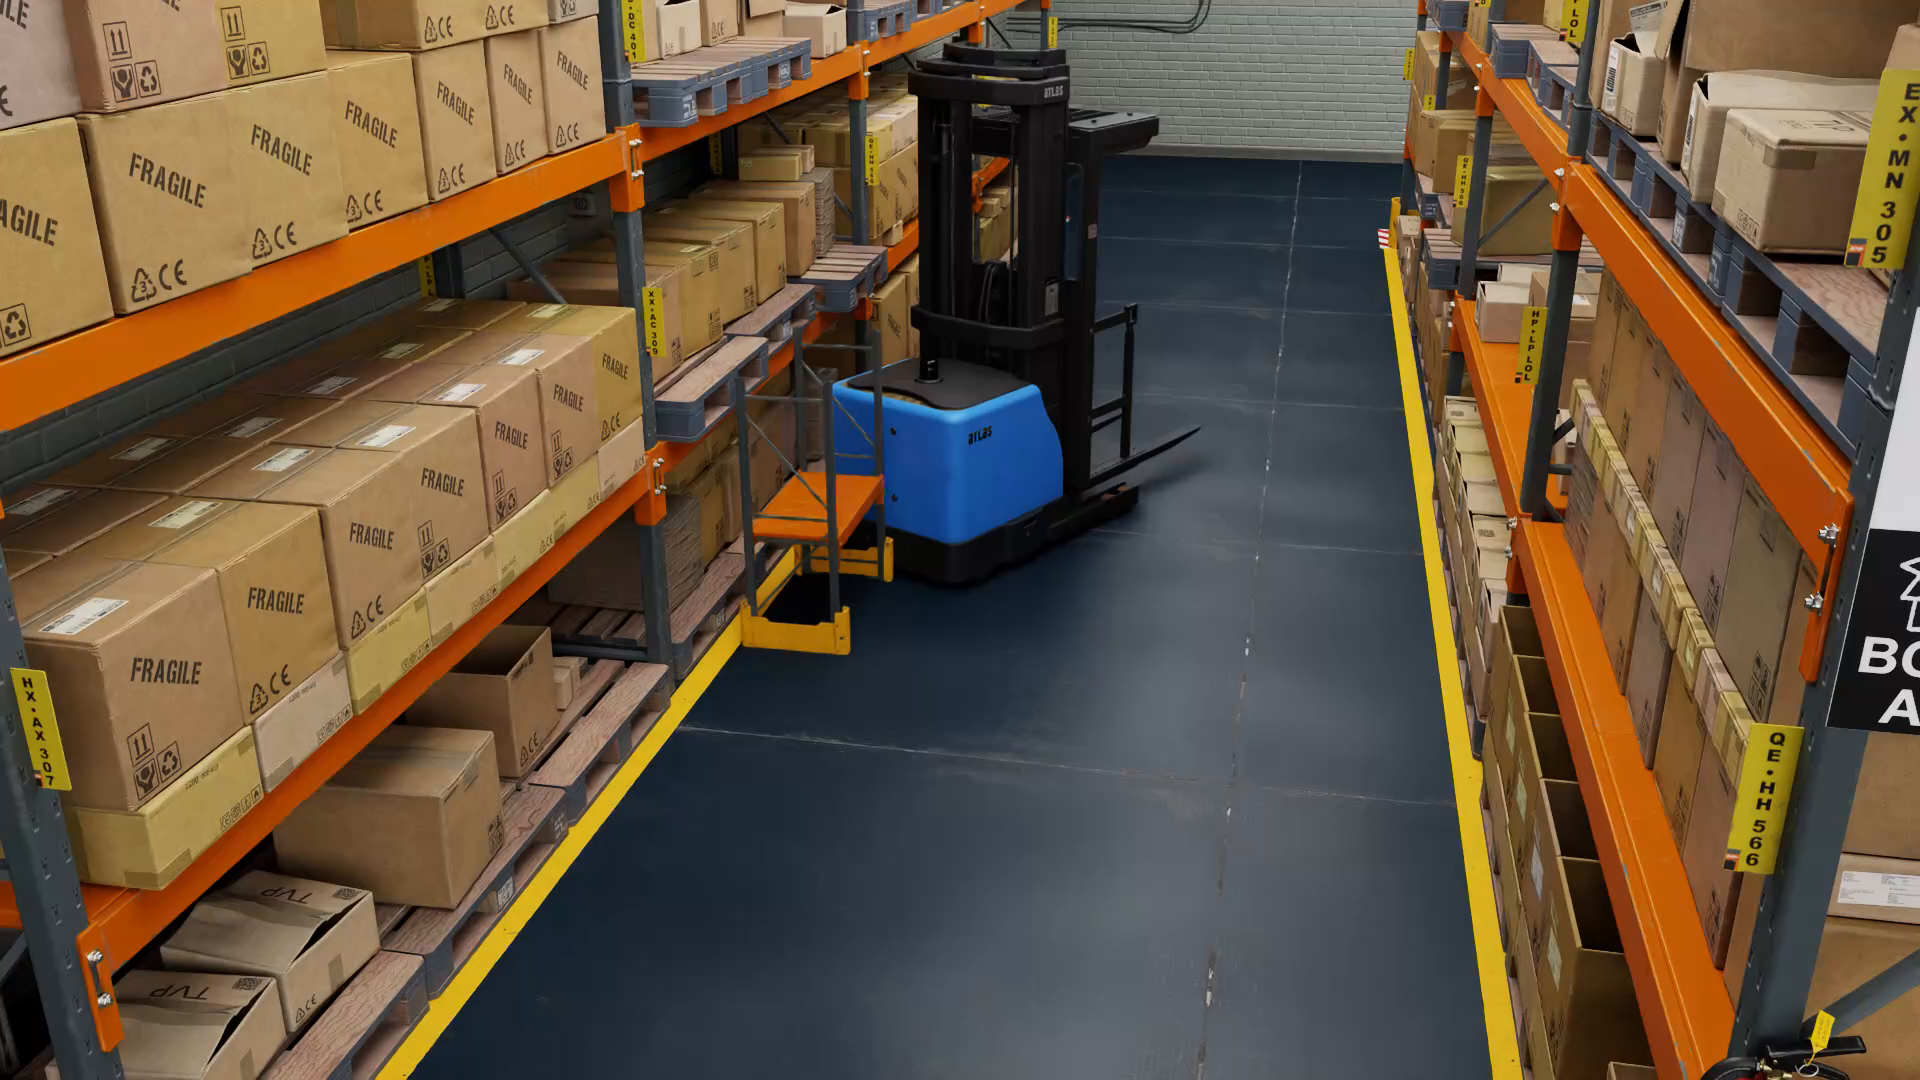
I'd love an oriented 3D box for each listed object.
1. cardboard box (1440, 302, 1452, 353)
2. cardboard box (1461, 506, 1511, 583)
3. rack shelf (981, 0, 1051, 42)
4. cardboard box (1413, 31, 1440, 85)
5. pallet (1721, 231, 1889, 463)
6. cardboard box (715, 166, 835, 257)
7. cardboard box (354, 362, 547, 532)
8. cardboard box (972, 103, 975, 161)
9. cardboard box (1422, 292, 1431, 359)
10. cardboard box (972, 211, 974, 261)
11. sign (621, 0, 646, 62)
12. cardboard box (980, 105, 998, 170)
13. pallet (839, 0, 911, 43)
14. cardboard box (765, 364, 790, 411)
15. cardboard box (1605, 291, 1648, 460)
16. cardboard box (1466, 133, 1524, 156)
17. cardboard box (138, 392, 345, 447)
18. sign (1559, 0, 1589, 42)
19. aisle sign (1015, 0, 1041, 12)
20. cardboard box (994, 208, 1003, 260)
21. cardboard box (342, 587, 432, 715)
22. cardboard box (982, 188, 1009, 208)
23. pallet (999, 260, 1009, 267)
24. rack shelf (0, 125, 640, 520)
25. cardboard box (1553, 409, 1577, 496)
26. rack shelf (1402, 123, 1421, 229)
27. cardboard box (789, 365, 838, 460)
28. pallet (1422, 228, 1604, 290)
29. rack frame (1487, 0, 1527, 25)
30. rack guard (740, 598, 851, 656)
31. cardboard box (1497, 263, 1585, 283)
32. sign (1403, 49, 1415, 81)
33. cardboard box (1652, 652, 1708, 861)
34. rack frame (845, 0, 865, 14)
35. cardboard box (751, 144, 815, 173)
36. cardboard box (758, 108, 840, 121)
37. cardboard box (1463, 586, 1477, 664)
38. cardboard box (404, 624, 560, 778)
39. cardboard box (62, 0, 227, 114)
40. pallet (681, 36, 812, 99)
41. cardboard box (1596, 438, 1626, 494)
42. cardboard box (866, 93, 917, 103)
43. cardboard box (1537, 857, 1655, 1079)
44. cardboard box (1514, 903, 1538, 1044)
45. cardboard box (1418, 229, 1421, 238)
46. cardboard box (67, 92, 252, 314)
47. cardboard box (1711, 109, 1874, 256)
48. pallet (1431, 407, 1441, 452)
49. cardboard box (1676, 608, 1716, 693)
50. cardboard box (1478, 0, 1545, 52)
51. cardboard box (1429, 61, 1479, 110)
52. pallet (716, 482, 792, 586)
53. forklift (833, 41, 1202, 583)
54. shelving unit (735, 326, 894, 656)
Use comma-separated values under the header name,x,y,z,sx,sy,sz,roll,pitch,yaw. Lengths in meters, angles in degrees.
name,x,y,z,sx,sy,sz,roll,pitch,yaw
cardboard box,3.687,-1.502,11.820,0.500,0.250,0.500,5,23,13
cardboard box,2.909,0.012,8.676,0.500,0.311,0.500,4,22,11
rack shelf,0.093,-5.357,16.587,1.077,0.370,4.000,4,22,11
cardboard box,5.003,-5.022,17.336,0.500,0.500,0.500,5,23,13
pallet,2.256,-0.410,3.459,1.003,0.211,1.213,4,22,11
cardboard box,-1.217,-2.182,11.035,0.700,0.500,0.500,2,22,5
cardboard box,-1.951,-0.366,6.419,0.500,0.500,0.500,4,22,9
cardboard box,-0.163,-3.573,14.652,0.500,0.500,0.500,4,22,10
cardboard box,3.991,-1.699,13.315,0.500,0.500,0.500,5,22,12
cardboard box,-0.320,-2.518,14.905,0.750,0.750,0.750,5,22,12
sign,-1.415,-2.234,7.179,0.100,0.325,0.005,4,22,11
cardboard box,-0.188,-3.904,15.630,0.980,0.700,0.700,5,22,12
pallet,-1.052,-3.648,11.634,1.213,0.211,1.003,6,23,13
cardboard box,-1.405,-1.026,10.639,0.500,0.250,0.500,5,22,12
cardboard box,2.716,-0.566,5.873,0.700,0.500,0.500,4,22,11
cardboard box,4.235,-2.782,12.549,0.700,0.500,0.500,-1,22,-3
cardboard box,-2.559,-0.212,6.035,0.500,0.500,0.500,5,22,12
sign,2.369,-2.080,6.376,0.100,0.325,0.005,4,22,11
aisle sign,0.809,-6.240,18.352,0.394,0.787,0.004,4,22,11
cardboard box,0.044,-3.052,16.700,0.700,0.500,0.500,4,22,10
cardboard box,-2.152,0.350,5.642,0.500,0.250,0.500,4,22,10
cardboard box,0.293,-3.472,16.874,0.380,0.149,0.250,4,22,9
pallet,-0.083,-2.546,16.393,1.003,0.211,1.213,4,22,11
rack shelf,-2.356,-0.968,5.690,1.077,0.370,4.000,4,22,11
cardboard box,2.960,-0.379,7.481,0.500,0.250,0.500,6,23,14
rack shelf,4.943,-3.589,16.213,1.077,0.370,4.000,4,22,11
cardboard box,-1.227,-0.882,11.285,0.700,0.500,0.500,5,22,12
pallet,3.788,-1.893,11.295,1.213,0.211,1.003,4,22,11
rack frame,3.719,-4.511,9.509,1.000,3.000,0.127,4,22,11
rack guard,-0.877,0.463,8.867,0.587,0.250,0.087,4,22,10
cardboard box,3.602,-1.557,10.325,0.500,0.311,0.500,6,23,14
sign,4.820,-5.097,17.835,0.100,0.325,0.005,4,22,11
cardboard box,2.404,0.608,4.696,0.700,0.500,0.500,5,22,11
rack frame,-1.131,-4.887,10.443,1.000,3.000,0.127,4,22,11
cardboard box,-1.172,-2.528,11.023,0.380,0.149,0.250,2,22,4
cardboard box,-1.183,-3.021,12.277,0.500,0.250,0.500,4,22,9
cardboard box,2.808,0.457,8.323,0.500,0.250,0.500,4,22,10
cardboard box,-2.120,0.696,7.367,0.500,0.500,0.500,3,22,7
cardboard box,-2.296,-1.392,4.280,0.500,0.500,0.500,4,22,10
pallet,-1.509,-2.543,8.889,1.213,0.211,1.003,4,22,11
cardboard box,2.504,-0.247,5.949,0.380,0.149,0.250,4,22,10
cardboard box,-0.481,-3.359,13.117,0.500,0.250,0.500,4,22,10
cardboard box,2.094,1.345,5.115,0.500,0.500,0.500,4,22,11
cardboard box,2.201,1.510,5.708,0.500,0.250,0.500,4,22,11
cardboard box,4.913,-2.925,16.353,0.797,0.503,0.637,4,22,11
cardboard box,-2.306,-0.923,4.454,0.500,0.500,0.500,6,23,14
cardboard box,2.063,-0.825,3.824,0.500,0.250,0.500,4,22,11
pallet,3.908,-0.705,11.822,1.003,0.211,1.213,4,22,11
cardboard box,2.189,0.319,4.545,0.380,0.149,0.250,5,23,13
cardboard box,3.775,-3.328,10.453,0.910,0.500,0.500,4,22,11
cardboard box,4.385,-3.906,14.565,0.500,0.500,0.500,5,22,11
pallet,-1.543,-0.081,10.271,1.003,0.211,1.213,4,22,11
forklift,0.511,-1.594,10.389,1.130,2.935,3.031,16,27,35
shelving unit,-0.781,-0.299,9.086,0.587,1.500,1.083,4,22,10
